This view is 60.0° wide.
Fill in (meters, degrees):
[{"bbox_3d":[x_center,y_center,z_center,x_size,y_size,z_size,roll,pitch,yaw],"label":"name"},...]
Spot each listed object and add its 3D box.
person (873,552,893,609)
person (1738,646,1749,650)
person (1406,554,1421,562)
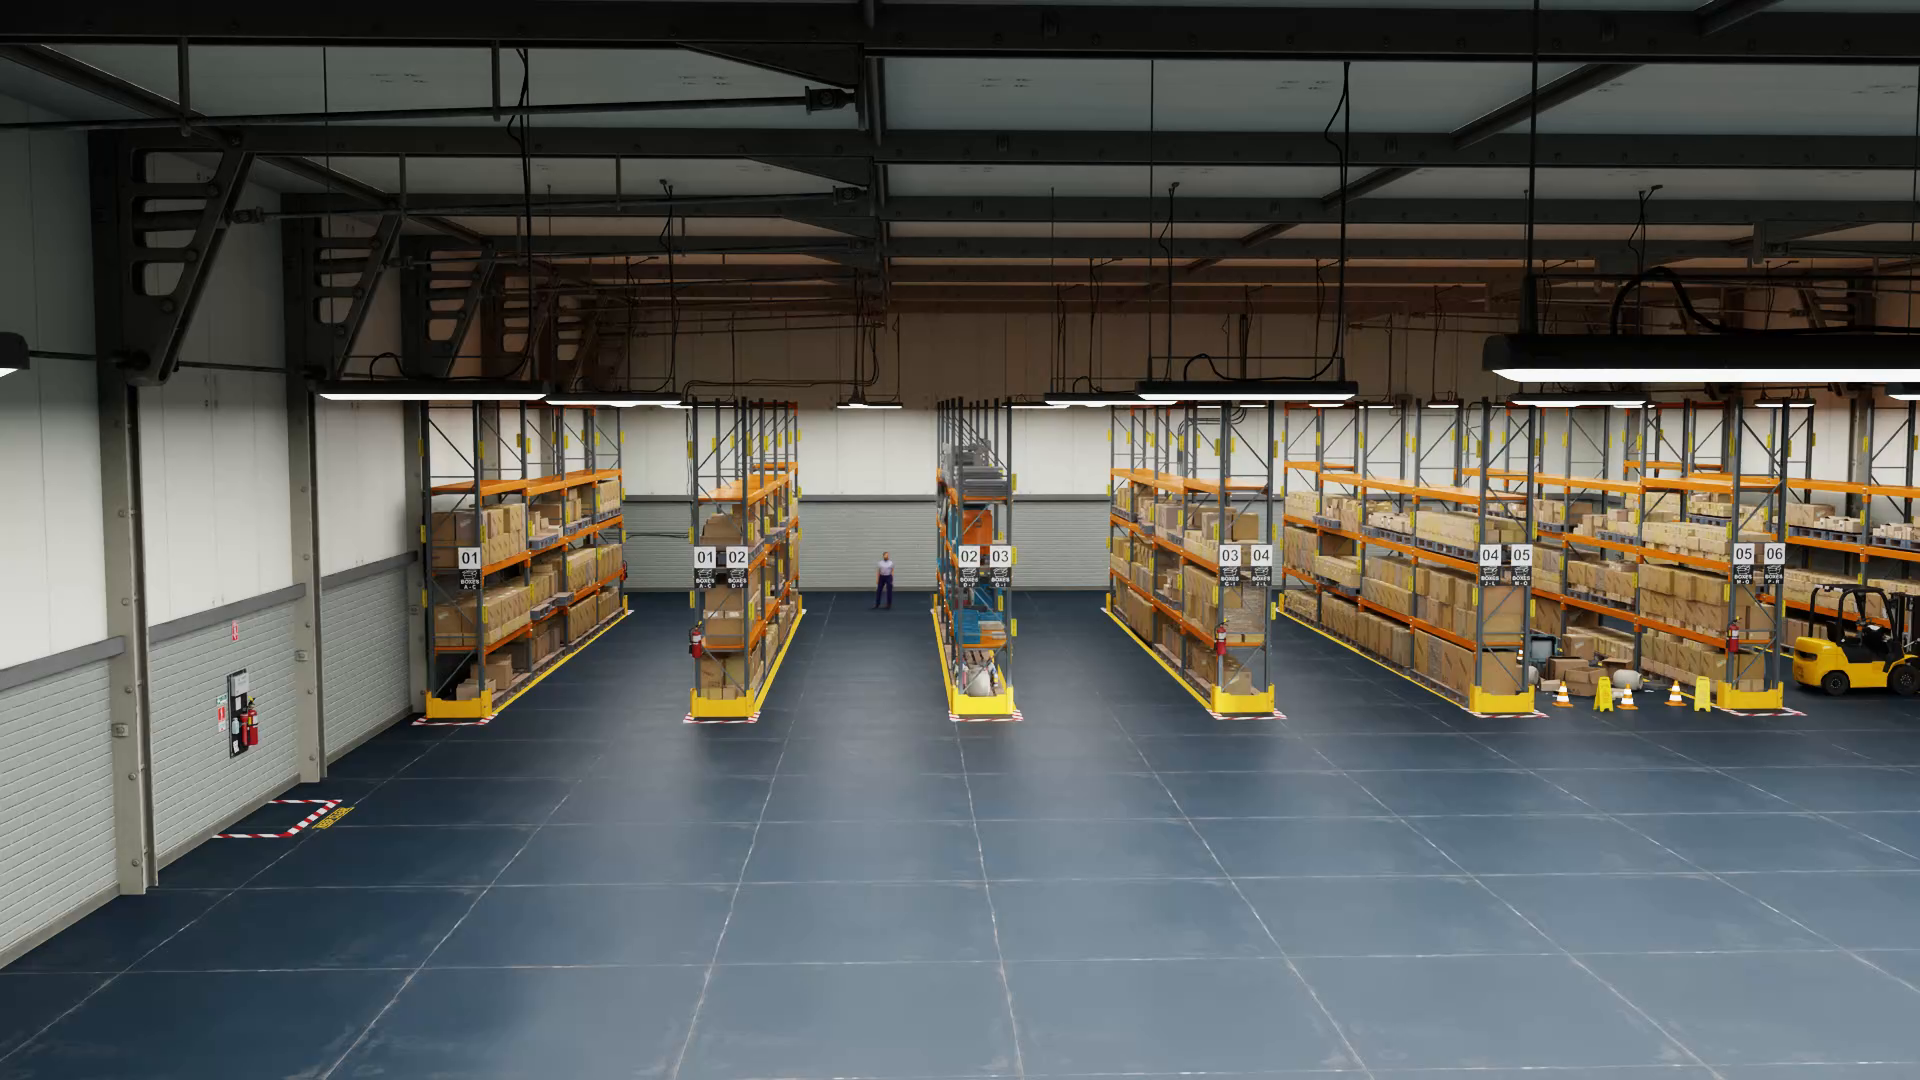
[{"bbox_3d":[-2.239,1.170,48.321,0.589,1.658,0.371,0,4,3],"label":"person"},{"bbox_3d":[17.154,2.079,36.473,0.509,1.656,0.442,-4,6,-42],"label":"person"},{"bbox_3d":[13.791,0.888,50.813,0.473,1.784,0.540,-2,5,-22],"label":"person"}]
